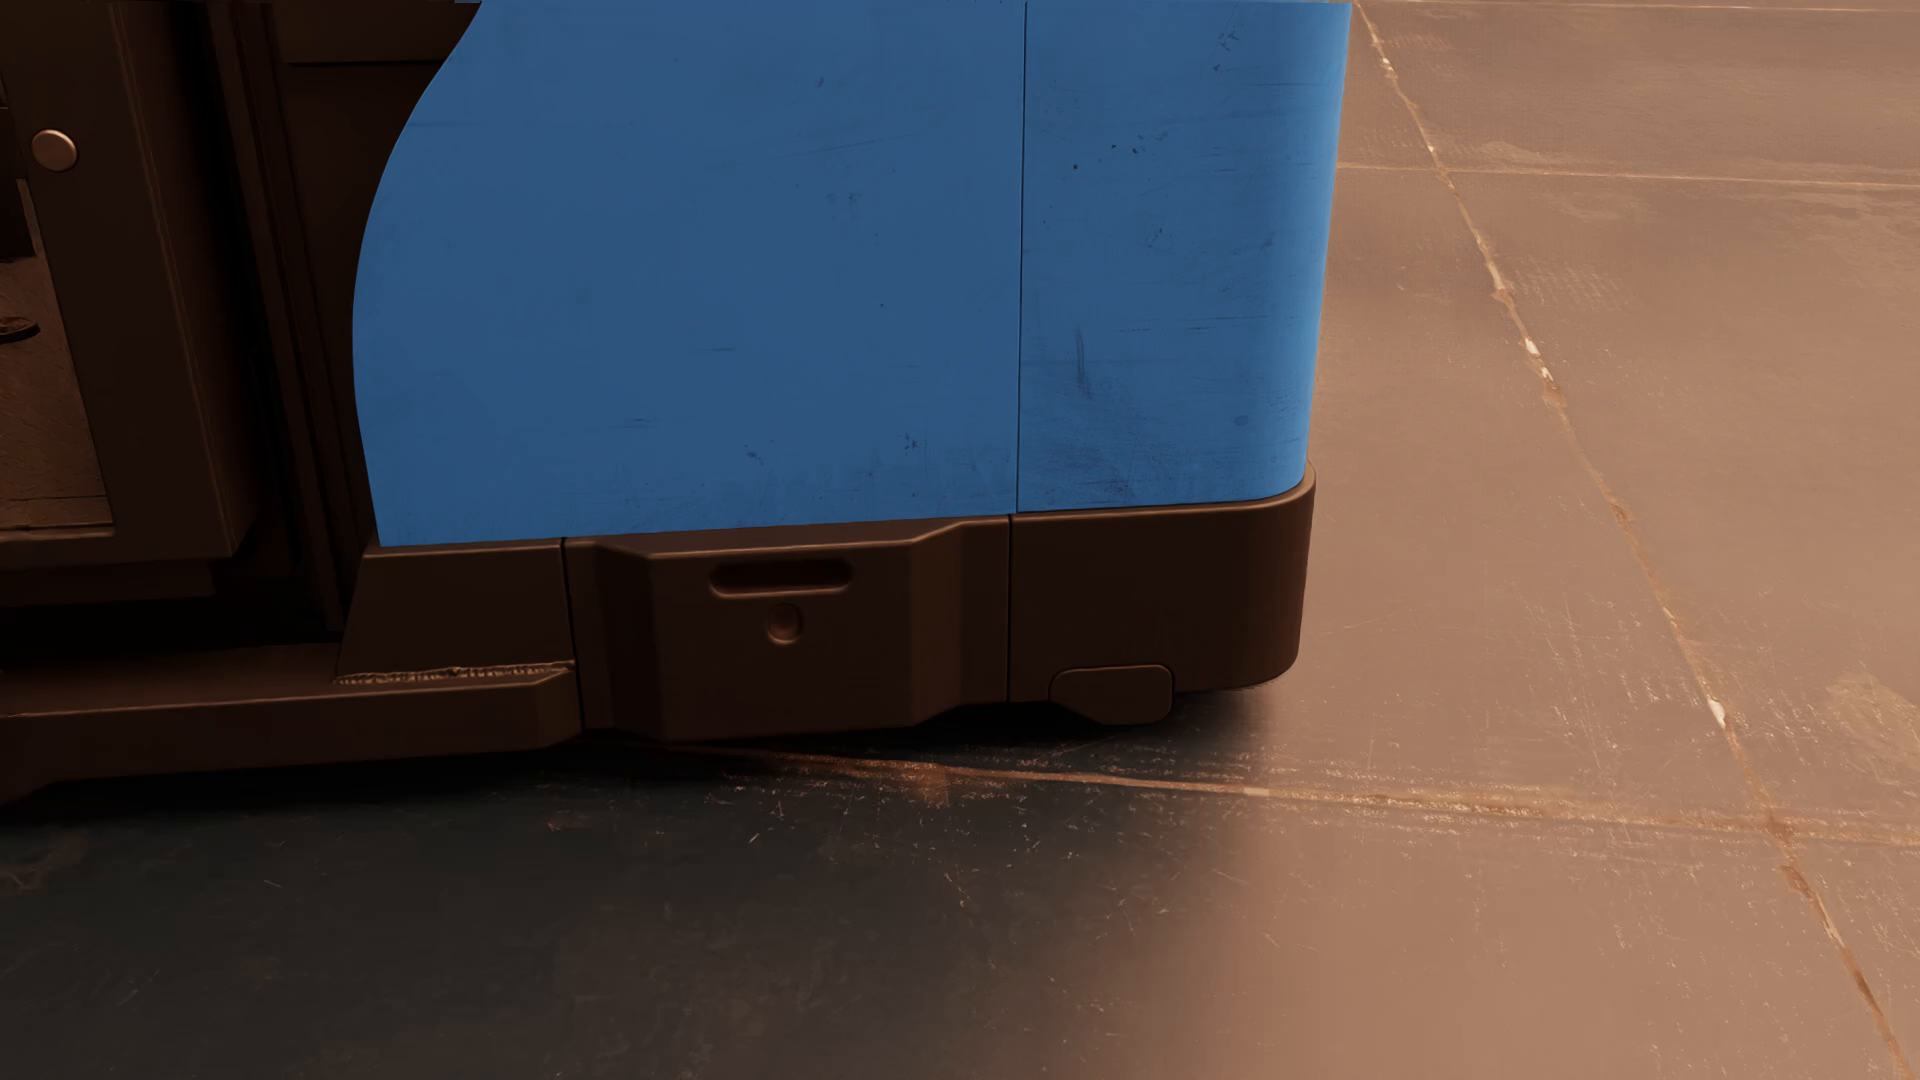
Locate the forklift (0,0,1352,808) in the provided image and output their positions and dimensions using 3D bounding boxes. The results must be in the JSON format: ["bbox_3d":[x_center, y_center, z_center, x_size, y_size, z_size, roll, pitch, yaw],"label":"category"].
[{"bbox_3d":[-1.134,-1.227,1.676,3.031,2.935,1.130,-3,27,-6],"label":"forklift"}]
